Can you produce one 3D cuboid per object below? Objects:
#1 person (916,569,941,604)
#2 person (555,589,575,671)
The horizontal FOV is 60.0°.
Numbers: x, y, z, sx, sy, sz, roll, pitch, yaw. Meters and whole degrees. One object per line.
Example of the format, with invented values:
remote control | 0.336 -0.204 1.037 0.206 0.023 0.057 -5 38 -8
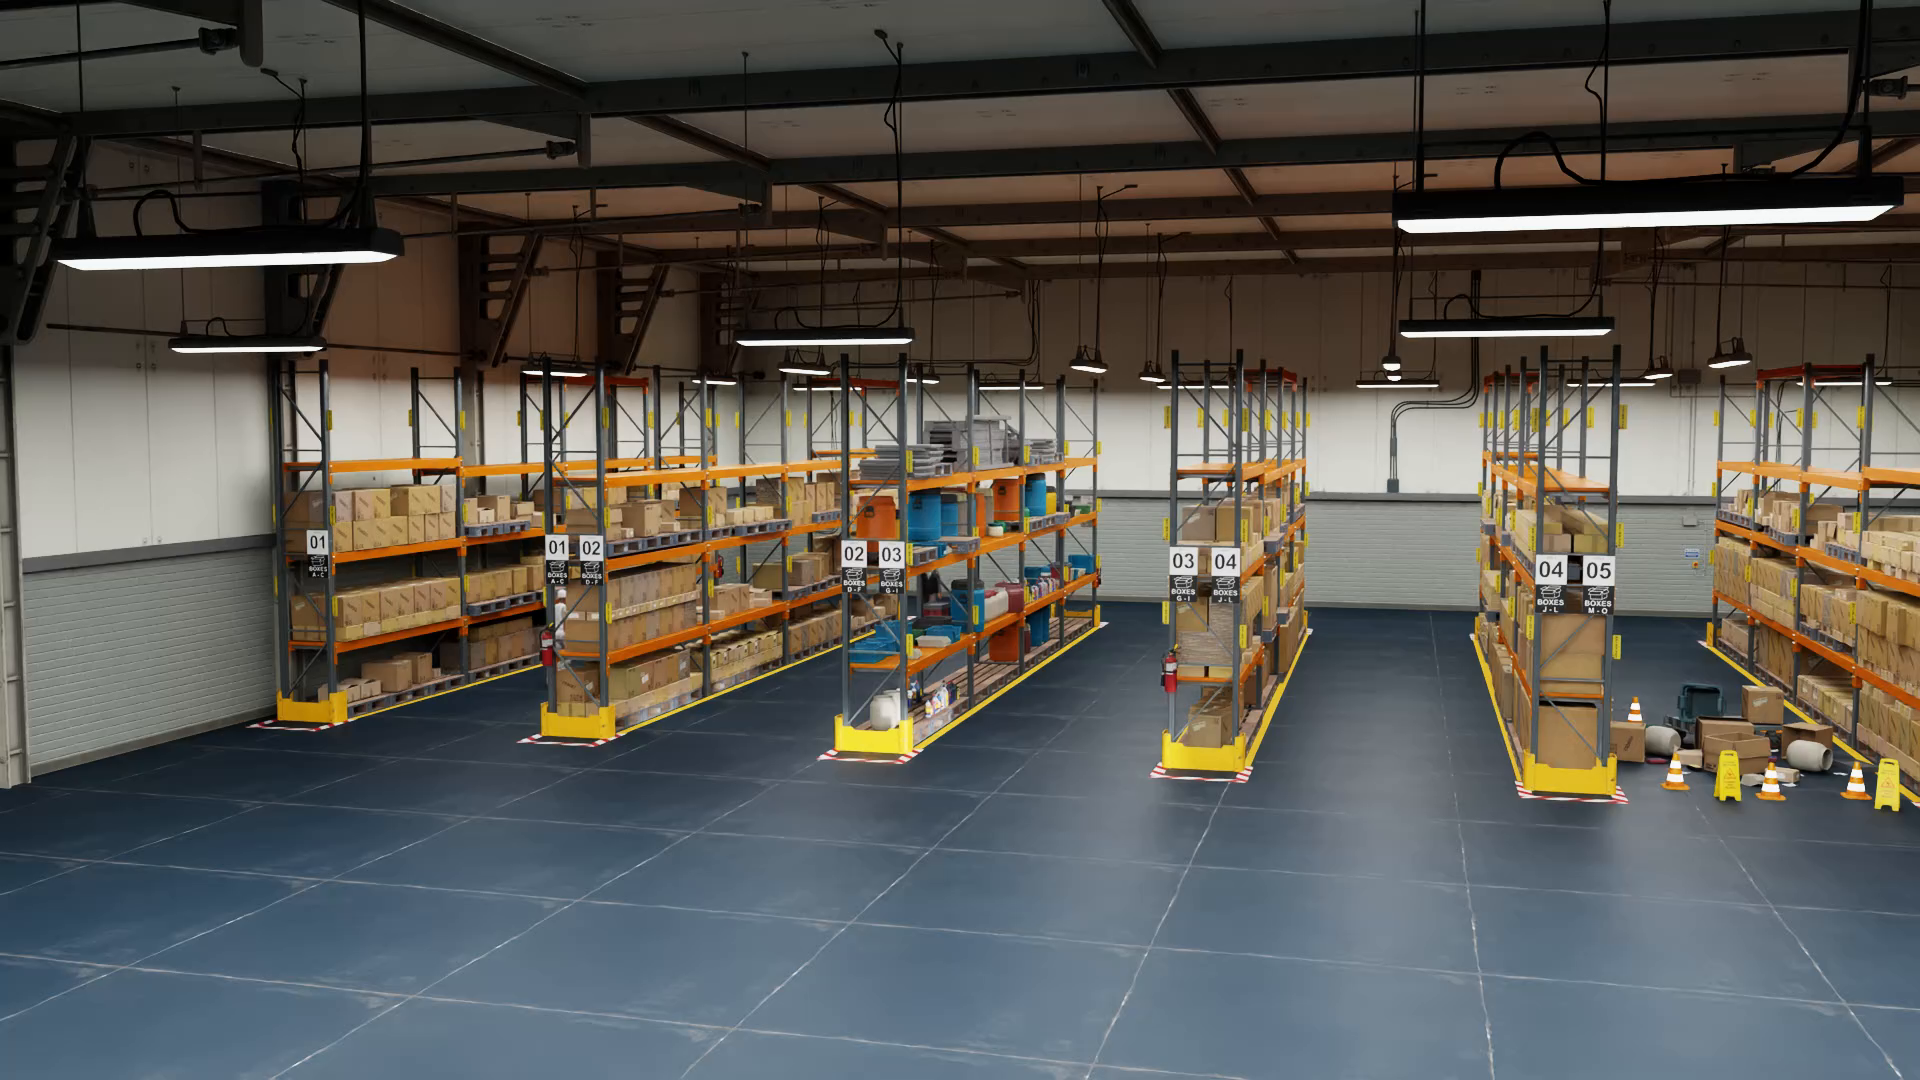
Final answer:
person | -0.763 1.292 39.941 0.562 1.669 1.084 1 4 12
person | -7.582 1.828 31.697 0.586 1.773 0.489 2 5 28
